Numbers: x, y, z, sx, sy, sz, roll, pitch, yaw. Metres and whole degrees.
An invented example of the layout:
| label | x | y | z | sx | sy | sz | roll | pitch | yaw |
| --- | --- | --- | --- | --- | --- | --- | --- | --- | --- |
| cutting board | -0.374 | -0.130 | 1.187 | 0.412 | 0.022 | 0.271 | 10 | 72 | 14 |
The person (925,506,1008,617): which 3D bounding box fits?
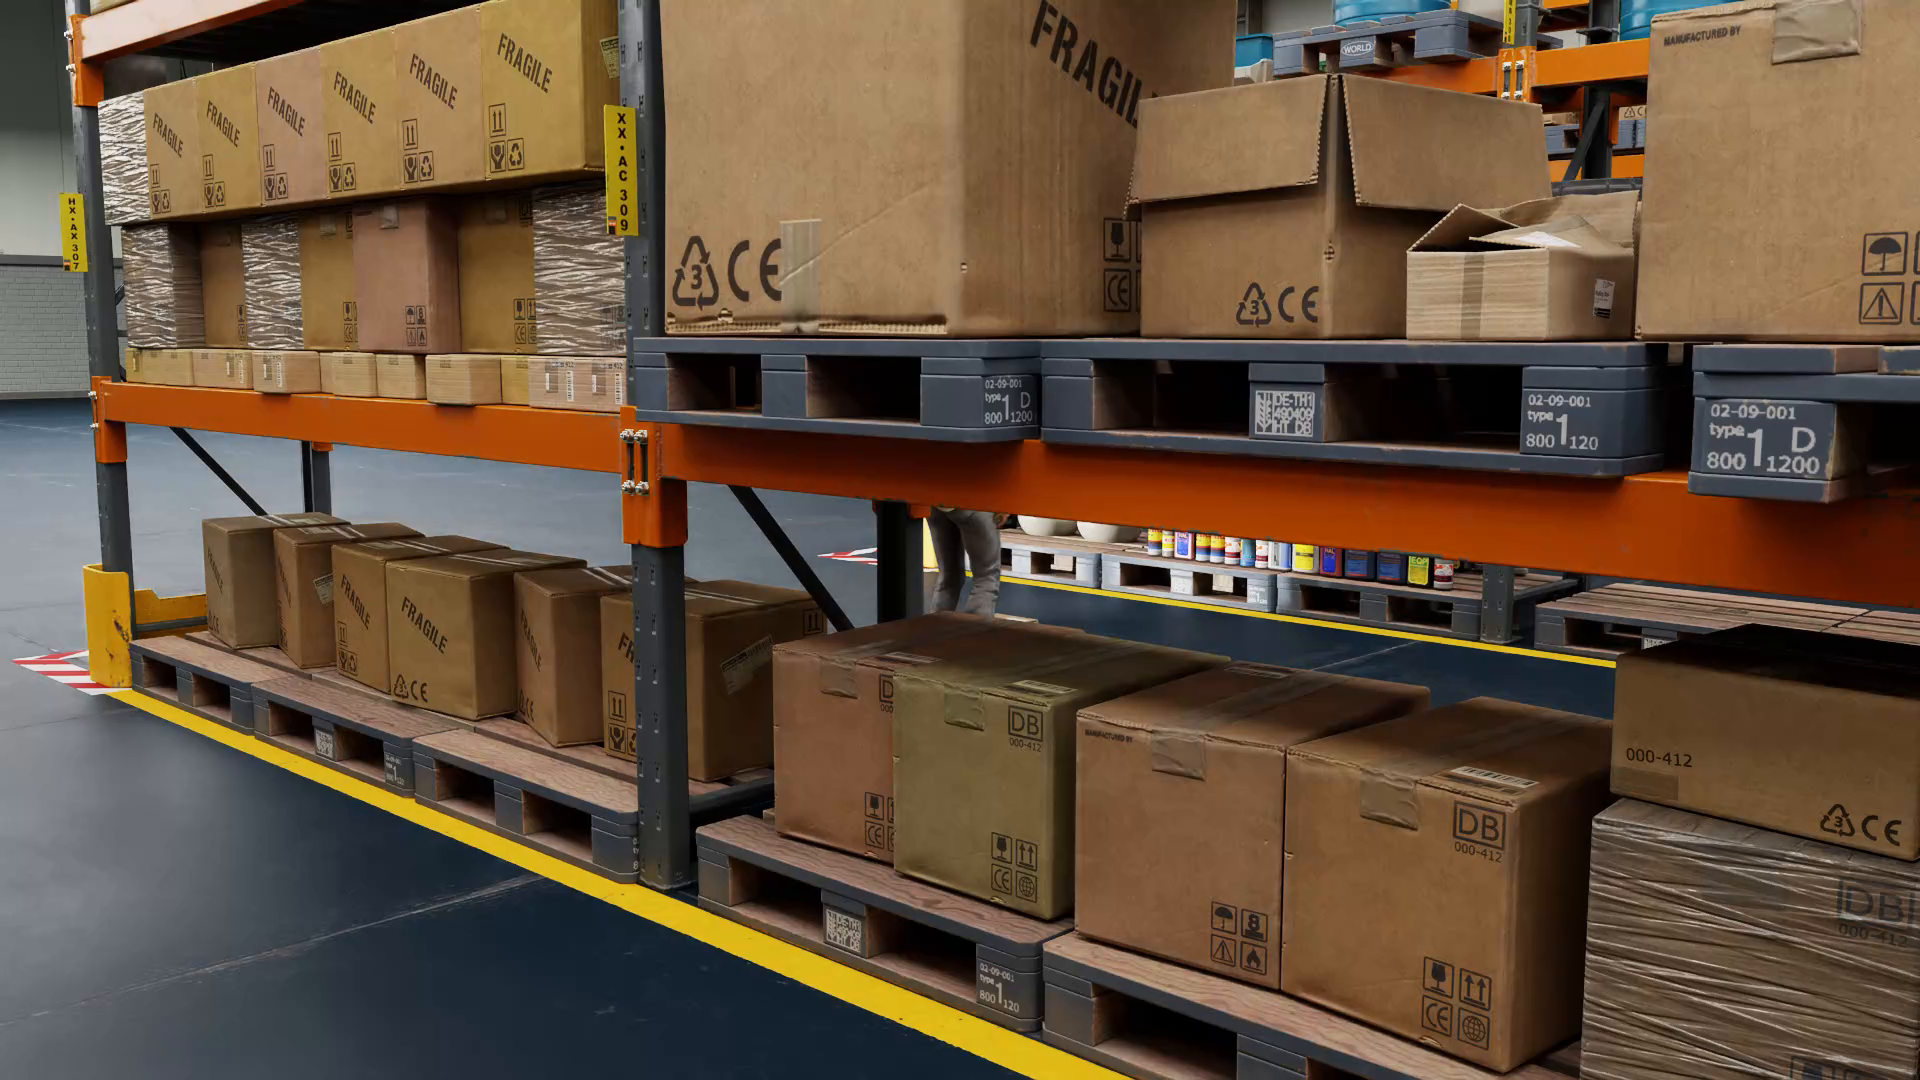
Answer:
| label | x | y | z | sx | sy | sz | roll | pitch | yaw |
| --- | --- | --- | --- | --- | --- | --- | --- | --- | --- |
| person | 6.751 | -1.531 | 0.396 | 19.161 | 6.000 | 24.933 | 7 | 10 | 43 |
